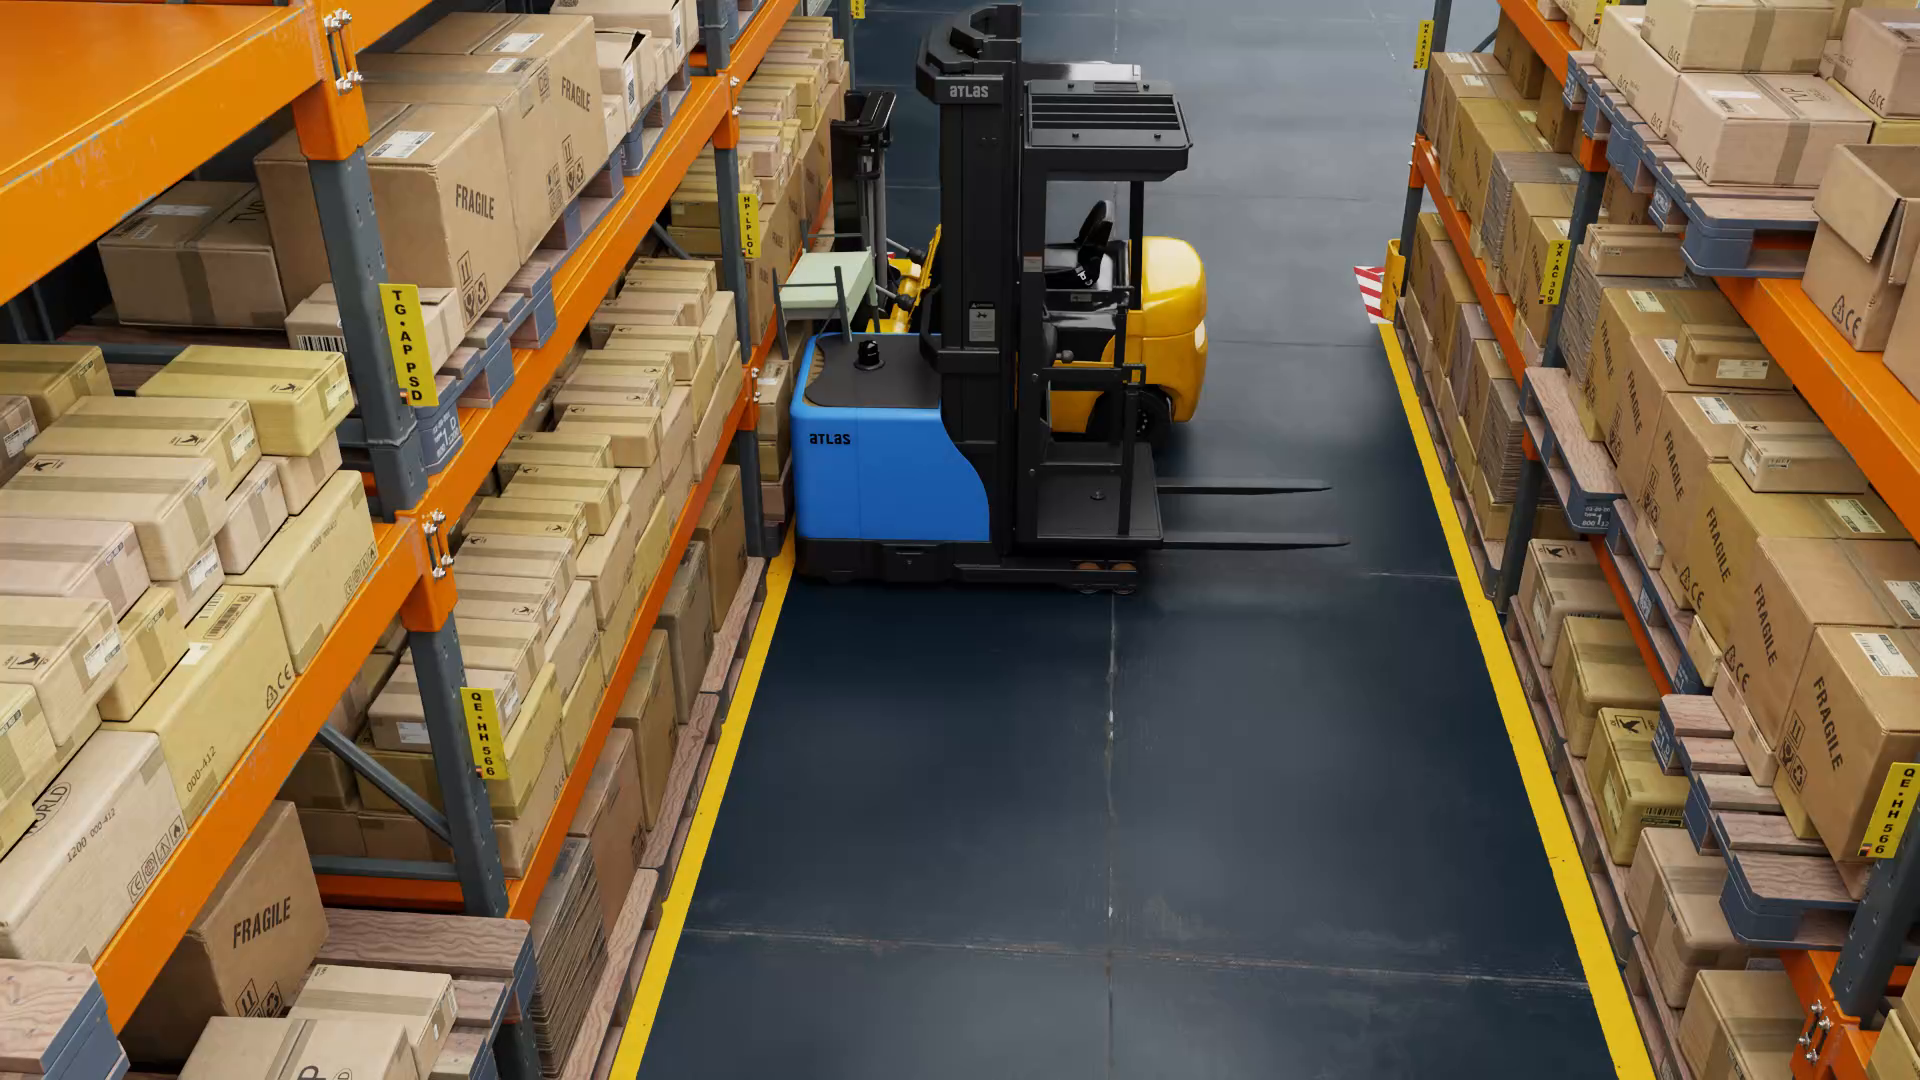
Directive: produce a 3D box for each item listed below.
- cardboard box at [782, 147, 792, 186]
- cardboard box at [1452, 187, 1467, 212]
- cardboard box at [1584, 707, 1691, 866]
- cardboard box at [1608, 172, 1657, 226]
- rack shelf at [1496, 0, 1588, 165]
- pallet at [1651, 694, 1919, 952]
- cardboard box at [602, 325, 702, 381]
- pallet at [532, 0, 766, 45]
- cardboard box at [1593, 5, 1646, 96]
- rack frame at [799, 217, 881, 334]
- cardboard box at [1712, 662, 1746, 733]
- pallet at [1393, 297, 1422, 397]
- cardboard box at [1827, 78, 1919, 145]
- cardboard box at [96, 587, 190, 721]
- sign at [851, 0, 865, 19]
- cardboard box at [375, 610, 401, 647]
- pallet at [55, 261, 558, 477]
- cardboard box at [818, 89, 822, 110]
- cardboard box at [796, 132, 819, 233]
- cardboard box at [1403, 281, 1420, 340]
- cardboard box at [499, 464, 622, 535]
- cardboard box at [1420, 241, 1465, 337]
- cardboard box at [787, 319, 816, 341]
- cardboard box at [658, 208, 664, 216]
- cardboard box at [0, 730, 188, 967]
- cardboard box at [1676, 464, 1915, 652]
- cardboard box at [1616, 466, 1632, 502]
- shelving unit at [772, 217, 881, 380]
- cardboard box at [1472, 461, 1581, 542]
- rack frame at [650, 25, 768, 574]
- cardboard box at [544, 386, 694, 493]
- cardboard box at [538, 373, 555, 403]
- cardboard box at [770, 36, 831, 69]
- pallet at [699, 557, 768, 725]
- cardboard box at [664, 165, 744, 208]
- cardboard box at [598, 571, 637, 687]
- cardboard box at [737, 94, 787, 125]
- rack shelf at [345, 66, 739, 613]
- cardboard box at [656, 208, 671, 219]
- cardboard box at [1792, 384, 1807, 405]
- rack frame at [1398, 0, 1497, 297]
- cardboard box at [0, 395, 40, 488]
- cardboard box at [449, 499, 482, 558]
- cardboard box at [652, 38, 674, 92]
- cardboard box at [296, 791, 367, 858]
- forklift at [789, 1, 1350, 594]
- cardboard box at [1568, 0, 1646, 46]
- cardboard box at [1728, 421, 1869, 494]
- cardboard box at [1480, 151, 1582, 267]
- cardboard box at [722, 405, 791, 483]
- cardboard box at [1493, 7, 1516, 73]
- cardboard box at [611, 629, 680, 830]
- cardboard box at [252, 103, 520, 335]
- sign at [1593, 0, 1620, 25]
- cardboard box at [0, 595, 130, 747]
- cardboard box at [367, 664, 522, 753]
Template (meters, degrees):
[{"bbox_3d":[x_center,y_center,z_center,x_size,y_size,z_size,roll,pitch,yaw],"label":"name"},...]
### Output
[{"bbox_3d":[-1.156,-2.106,9.375,0.380,0.149,0.250,2,32,3],"label":"cardboard box"},{"bbox_3d":[3.303,-2.166,10.426,0.380,0.149,0.250,3,32,5],"label":"cardboard box"},{"bbox_3d":[3.223,1.068,7.042,0.950,0.372,0.625,3,32,6],"label":"cardboard box"},{"bbox_3d":[3.626,-1.702,8.100,0.700,0.500,0.500,2,32,3],"label":"cardboard box"},{"bbox_3d":[3.537,-2.902,9.207,1.077,0.370,4.000,2,32,4],"label":"rack shelf"},{"bbox_3d":[3.000,0.910,5.377,1.213,0.211,1.003,2,32,4],"label":"pallet"},{"bbox_3d":[-1.345,-0.822,7.291,0.380,0.149,0.250,2,32,2],"label":"cardboard box"},{"bbox_3d":[-1.530,-2.782,8.411,1.003,0.211,1.213,2,32,4],"label":"pallet"},{"bbox_3d":[2.927,-1.989,6.783,0.500,0.250,0.500,2,32,3],"label":"cardboard box"},{"bbox_3d":[-0.672,-1.228,10.037,0.400,1.500,0.023,0,32,10],"label":"rack frame"},{"bbox_3d":[2.794,0.544,5.627,0.380,0.149,0.250,1,32,2],"label":"cardboard box"},{"bbox_3d":[3.592,-1.327,11.483,1.003,0.211,1.213,2,32,4],"label":"pallet"},{"bbox_3d":[3.382,-1.435,5.884,0.500,0.250,0.500,3,32,5],"label":"cardboard box"},{"bbox_3d":[-1.753,0.211,3.232,0.380,0.149,0.250,2,32,4],"label":"cardboard box"},{"bbox_3d":[-0.708,-3.751,11.428,0.100,0.325,0.005,2,32,4],"label":"sign"},{"bbox_3d":[-2.083,0.224,5.594,0.380,0.149,0.250,2,32,4],"label":"cardboard box"},{"bbox_3d":[-1.933,-0.560,4.900,1.213,0.211,1.003,4,32,6],"label":"pallet"},{"bbox_3d":[-1.077,-2.774,10.459,0.380,0.149,0.250,1,32,2],"label":"cardboard box"},{"bbox_3d":[-1.149,-2.159,10.080,0.500,0.500,0.500,3,32,4],"label":"cardboard box"},{"bbox_3d":[3.358,-1.576,11.449,0.500,0.250,0.500,2,32,4],"label":"cardboard box"},{"bbox_3d":[-1.485,-0.152,6.205,0.380,0.149,0.250,3,32,5],"label":"cardboard box"},{"bbox_3d":[3.319,-1.609,10.788,0.500,0.500,0.500,1,32,2],"label":"cardboard box"},{"bbox_3d":[-1.141,-1.297,10.043,0.500,0.250,0.500,3,32,6],"label":"cardboard box"},{"bbox_3d":[-1.788,-1.864,8.982,0.380,0.149,0.250,3,32,5],"label":"cardboard box"},{"bbox_3d":[-1.780,0.586,3.005,0.500,0.250,0.500,2,32,4],"label":"cardboard box"},{"bbox_3d":[2.879,0.073,5.773,0.500,0.500,0.500,0,32,1],"label":"cardboard box"},{"bbox_3d":[2.975,-0.268,6.945,0.380,0.149,0.250,3,32,5],"label":"cardboard box"},{"bbox_3d":[-0.726,-1.036,9.731,0.431,1.500,0.755,0,32,10],"label":"shelving unit"},{"bbox_3d":[3.154,-0.215,9.240,0.500,0.250,0.500,4,32,6],"label":"cardboard box"},{"bbox_3d":[-1.574,-1.096,8.450,1.000,3.000,0.127,2,32,4],"label":"rack frame"},{"bbox_3d":[-1.441,-0.441,7.053,0.500,0.250,0.500,3,32,5],"label":"cardboard box"},{"bbox_3d":[-1.957,-0.708,7.106,0.380,0.149,0.250,2,32,4],"label":"cardboard box"},{"bbox_3d":[-1.051,-3.168,10.815,0.380,0.149,0.250,3,32,5],"label":"cardboard box"},{"bbox_3d":[-1.595,0.478,8.553,1.003,0.211,1.213,2,32,4],"label":"pallet"},{"bbox_3d":[-1.338,-1.837,8.655,0.380,0.149,0.250,3,32,5],"label":"cardboard box"},{"bbox_3d":[-1.539,0.305,6.318,0.500,0.250,0.500,1,32,2],"label":"cardboard box"},{"bbox_3d":[-1.224,-2.503,9.736,0.380,0.149,0.250,3,32,4],"label":"cardboard box"},{"bbox_3d":[-1.737,-1.021,6.154,1.077,0.370,4.000,2,32,4],"label":"rack shelf"},{"bbox_3d":[-1.762,-1.645,9.246,0.500,0.500,0.500,3,32,5],"label":"cardboard box"},{"bbox_3d":[3.478,-0.454,6.628,0.500,0.500,0.500,4,32,6],"label":"cardboard box"},{"bbox_3d":[3.699,-2.977,11.503,1.000,3.000,0.127,2,32,4],"label":"rack frame"},{"bbox_3d":[-2.255,-0.202,3.619,0.380,0.149,0.250,3,32,4],"label":"cardboard box"},{"bbox_3d":[-2.056,0.071,6.223,0.500,0.250,0.500,2,32,4],"label":"cardboard box"},{"bbox_3d":[-1.361,-1.899,6.638,0.380,0.149,0.250,2,32,4],"label":"cardboard box"},{"bbox_3d":[-2.118,0.814,5.494,0.500,0.250,0.500,2,32,3],"label":"cardboard box"},{"bbox_3d":[0.625,-1.238,8.745,3.031,2.935,1.130,1,32,1],"label":"forklift"},{"bbox_3d":[3.141,-2.469,7.678,0.500,0.250,0.500,2,32,4],"label":"cardboard box"},{"bbox_3d":[2.900,-0.286,5.738,0.380,0.149,0.250,1,32,2],"label":"cardboard box"},{"bbox_3d":[3.235,-1.839,9.276,0.500,0.500,0.500,3,32,5],"label":"cardboard box"},{"bbox_3d":[-1.227,-0.557,9.319,0.500,0.250,0.500,2,32,4],"label":"cardboard box"},{"bbox_3d":[3.875,-3.296,10.688,0.700,0.500,0.500,2,32,3],"label":"cardboard box"},{"bbox_3d":[-1.735,0.808,7.223,0.875,0.625,0.625,1,32,2],"label":"cardboard box"},{"bbox_3d":[-1.598,-0.914,4.704,0.500,0.500,0.500,3,32,4],"label":"cardboard box"},{"bbox_3d":[2.832,-2.402,7.217,0.100,0.325,0.005,2,32,4],"label":"sign"},{"bbox_3d":[-1.720,0.225,2.926,0.380,0.149,0.250,2,32,3],"label":"cardboard box"},{"bbox_3d":[-1.580,0.523,5.109,0.380,0.149,0.250,3,32,5],"label":"cardboard box"}]
